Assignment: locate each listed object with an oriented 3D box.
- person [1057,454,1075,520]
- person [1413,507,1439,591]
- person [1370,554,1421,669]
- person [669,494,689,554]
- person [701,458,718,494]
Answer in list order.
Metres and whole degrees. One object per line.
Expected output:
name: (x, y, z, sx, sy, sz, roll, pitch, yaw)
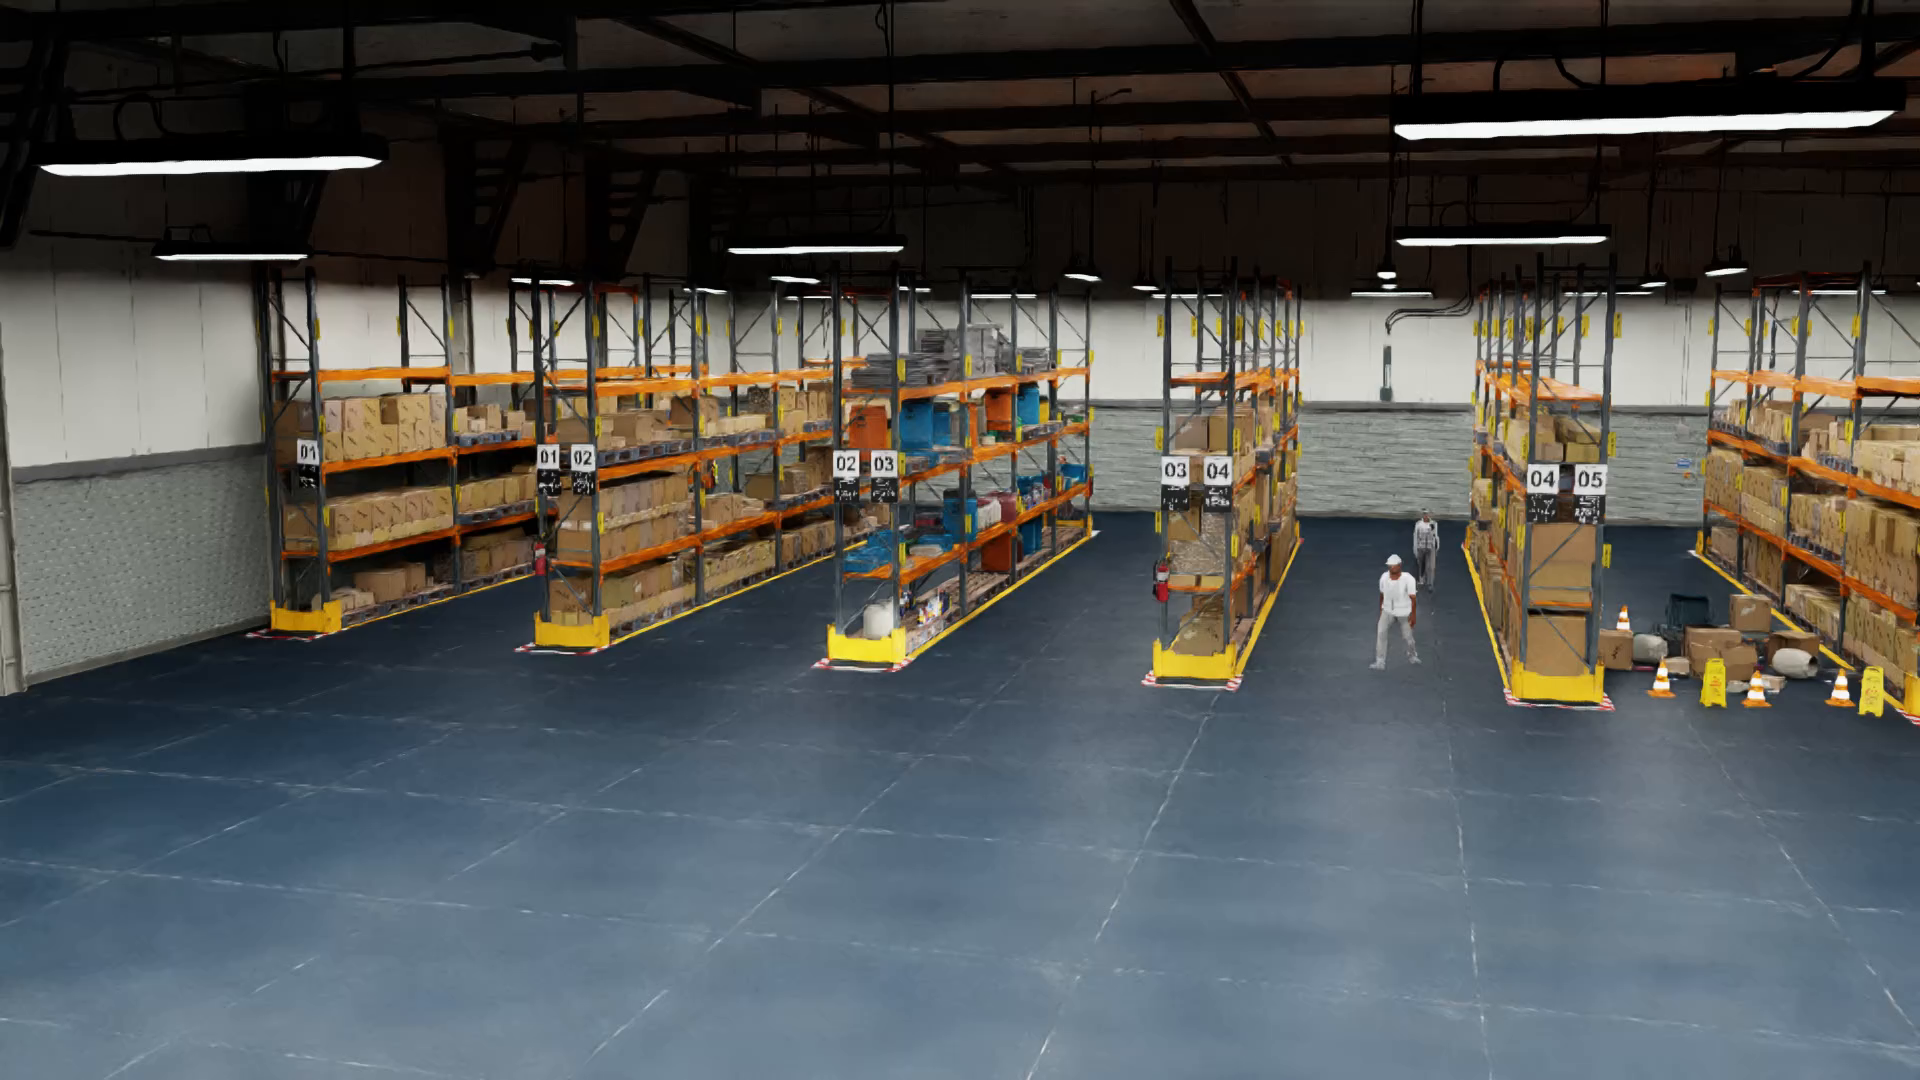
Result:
person: (2.786, -1.404, 43.881, 0.515, 1.742, 0.625, -3, 8, -22)
person: (8.960, 0.142, 32.008, 0.495, 1.587, 1.086, 2, 8, 17)
person: (6.472, 1.048, 24.607, 0.618, 1.712, 0.971, 5, 9, 36)
person: (-6.316, -0.604, 37.116, 0.572, 1.782, 0.661, 7, 10, 43)
person: (-6.791, -1.544, 44.630, 0.463, 1.761, 0.720, 7, 10, 43)
